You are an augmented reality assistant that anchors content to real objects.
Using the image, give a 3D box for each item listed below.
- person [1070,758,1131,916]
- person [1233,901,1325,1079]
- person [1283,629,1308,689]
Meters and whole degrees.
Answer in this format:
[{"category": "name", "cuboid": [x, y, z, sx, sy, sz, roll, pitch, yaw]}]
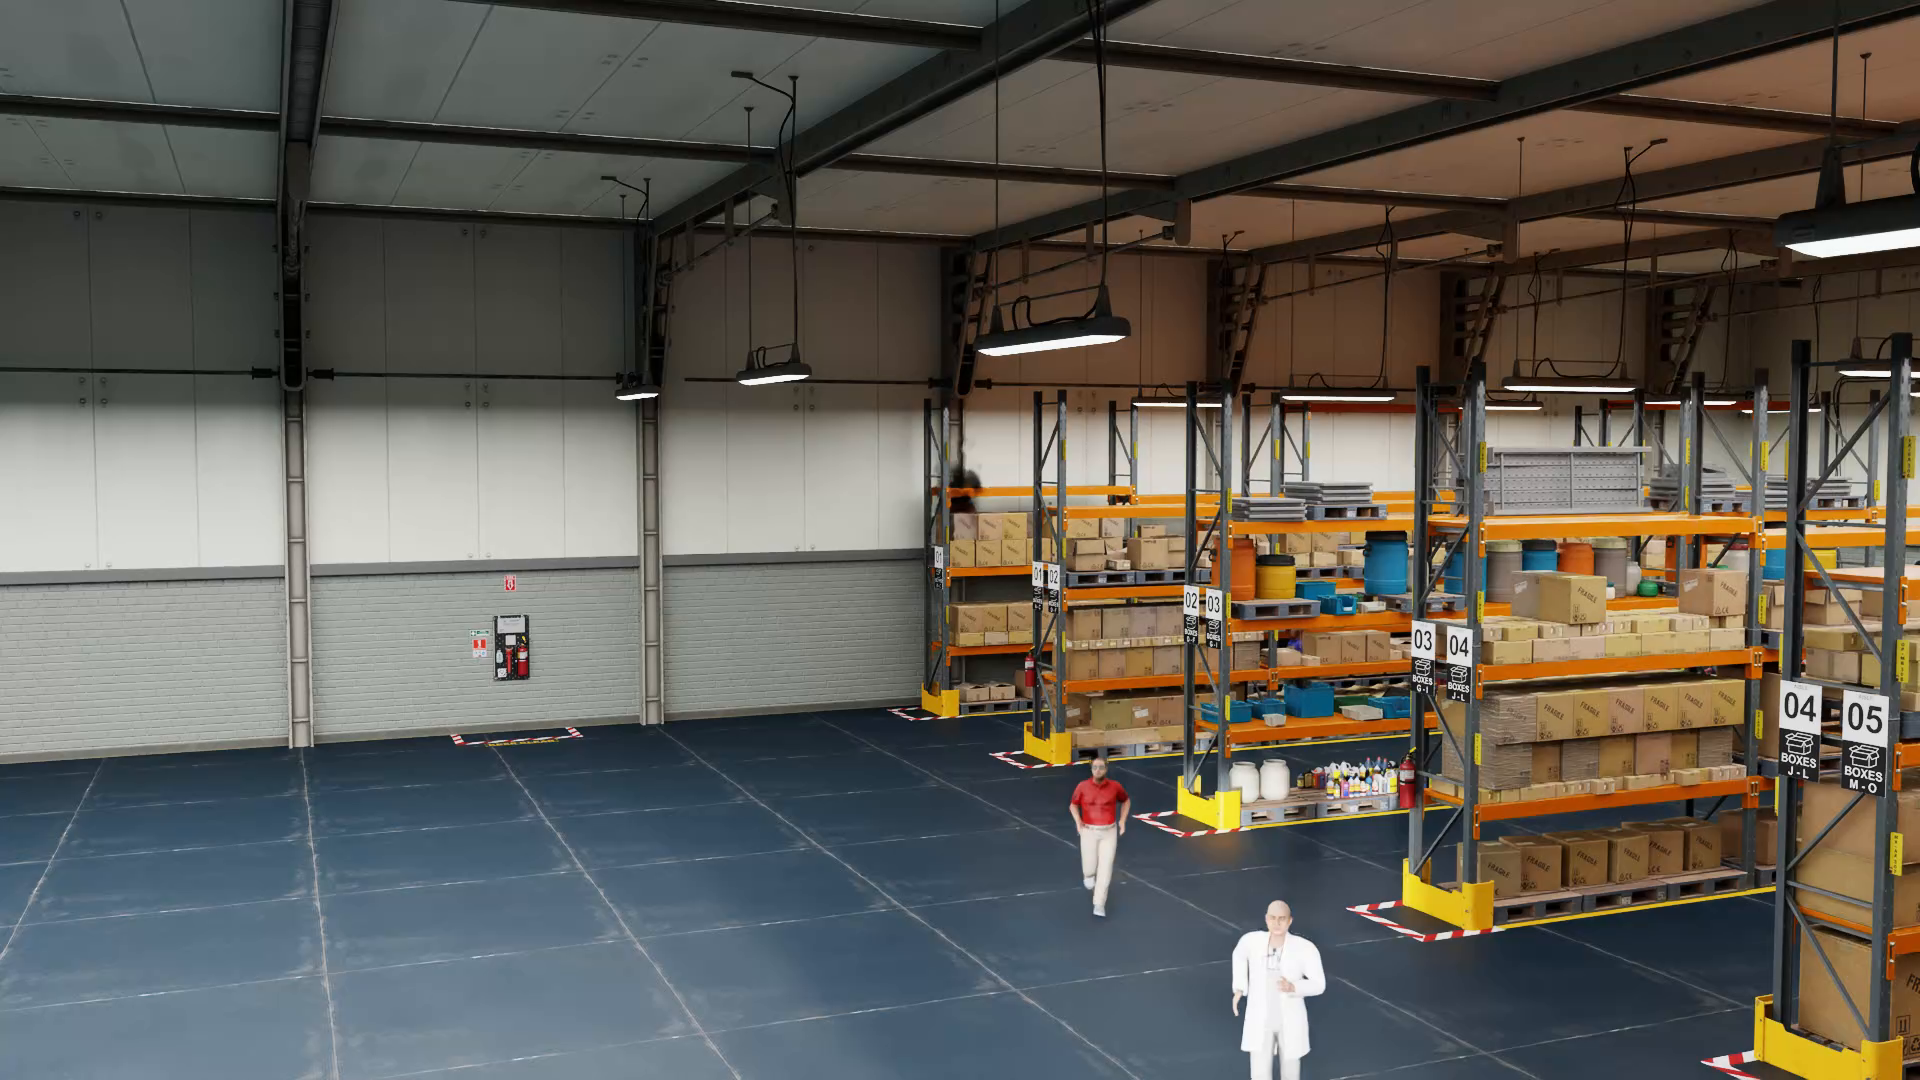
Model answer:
[{"category": "person", "cuboid": [1.550, 3.248, 18.373, 0.677, 1.685, 0.835, 0, 3, 5]}, {"category": "person", "cuboid": [2.316, 3.529, 12.175, 0.692, 1.786, 1.038, 1, 3, 15]}, {"category": "person", "cuboid": [6.383, 2.462, 31.571, 0.892, 1.640, 0.576, -2, 4, -30]}]
